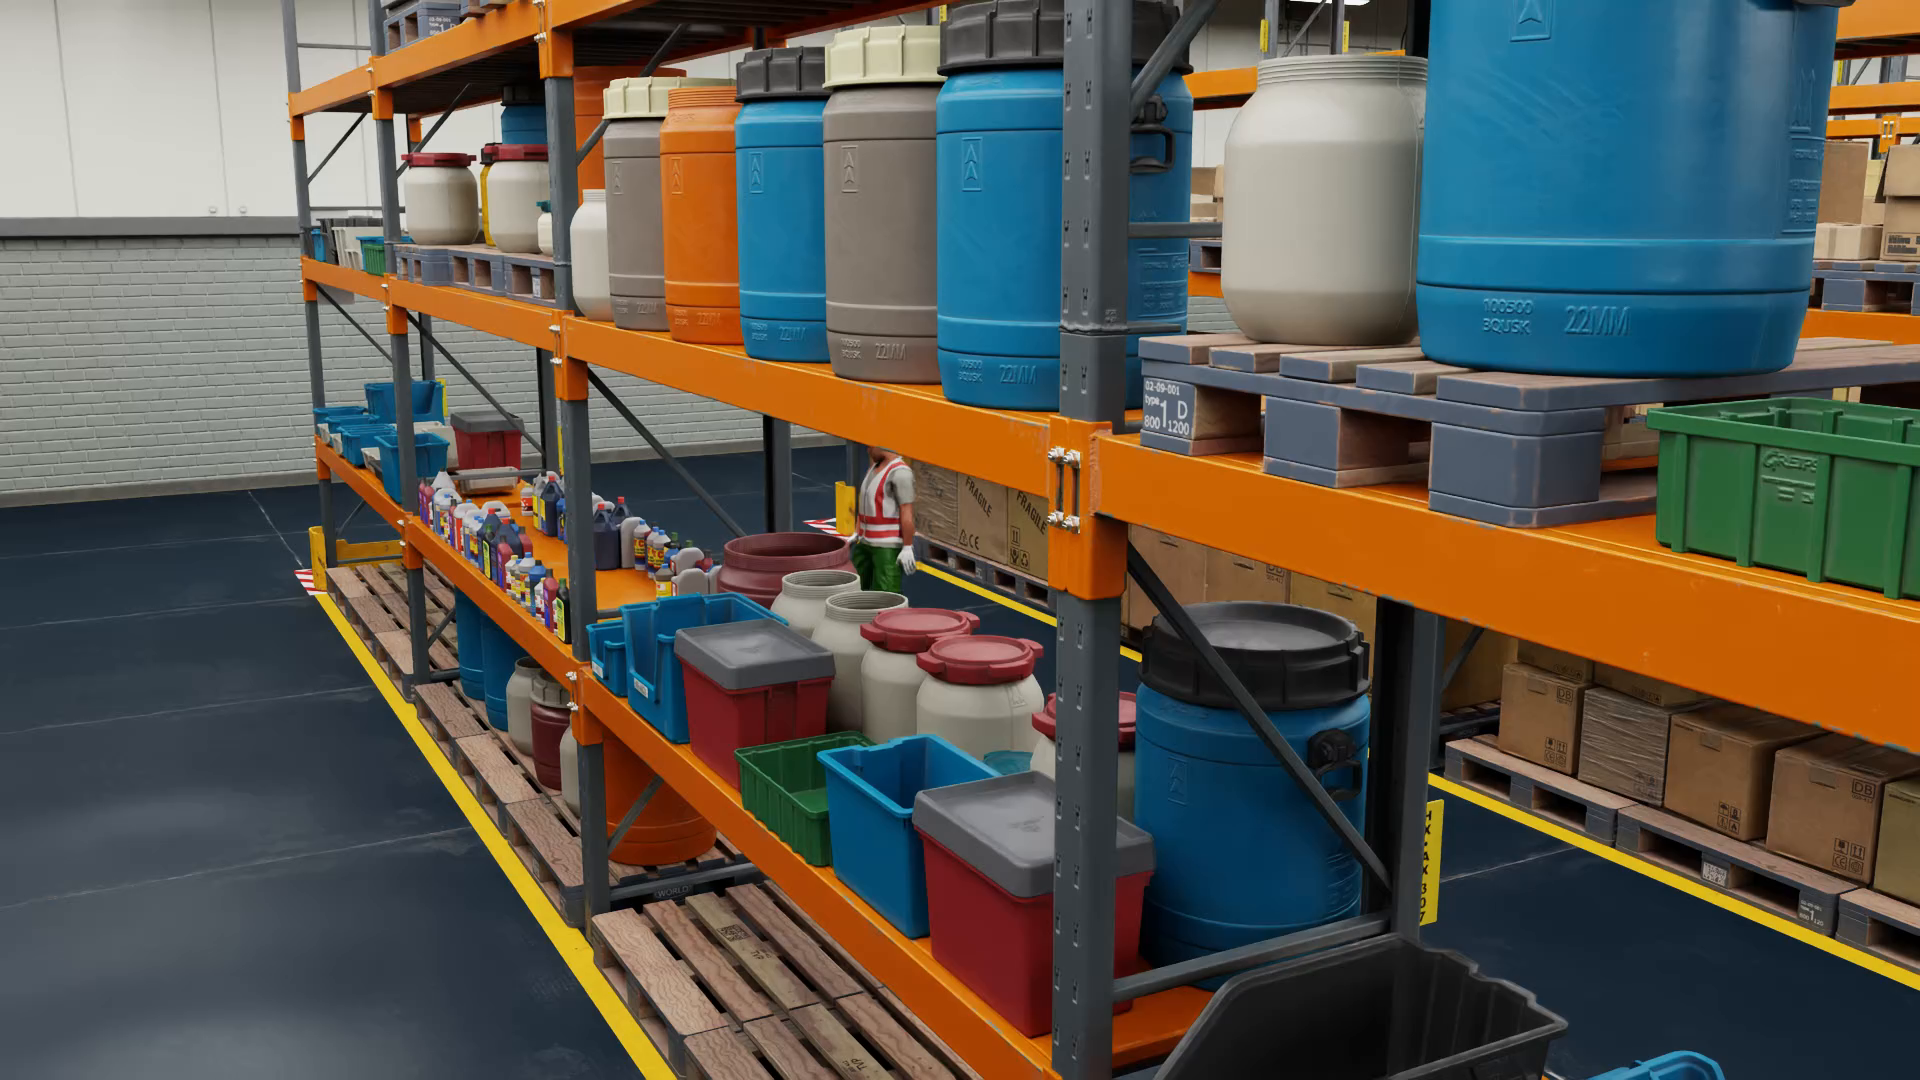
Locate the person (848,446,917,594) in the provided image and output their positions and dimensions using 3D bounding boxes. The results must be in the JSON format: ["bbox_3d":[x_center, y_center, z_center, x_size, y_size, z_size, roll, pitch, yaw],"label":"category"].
[{"bbox_3d":[-0.507,0.045,11.639,0.558,1.764,0.577,-7,13,-31],"label":"person"}]
